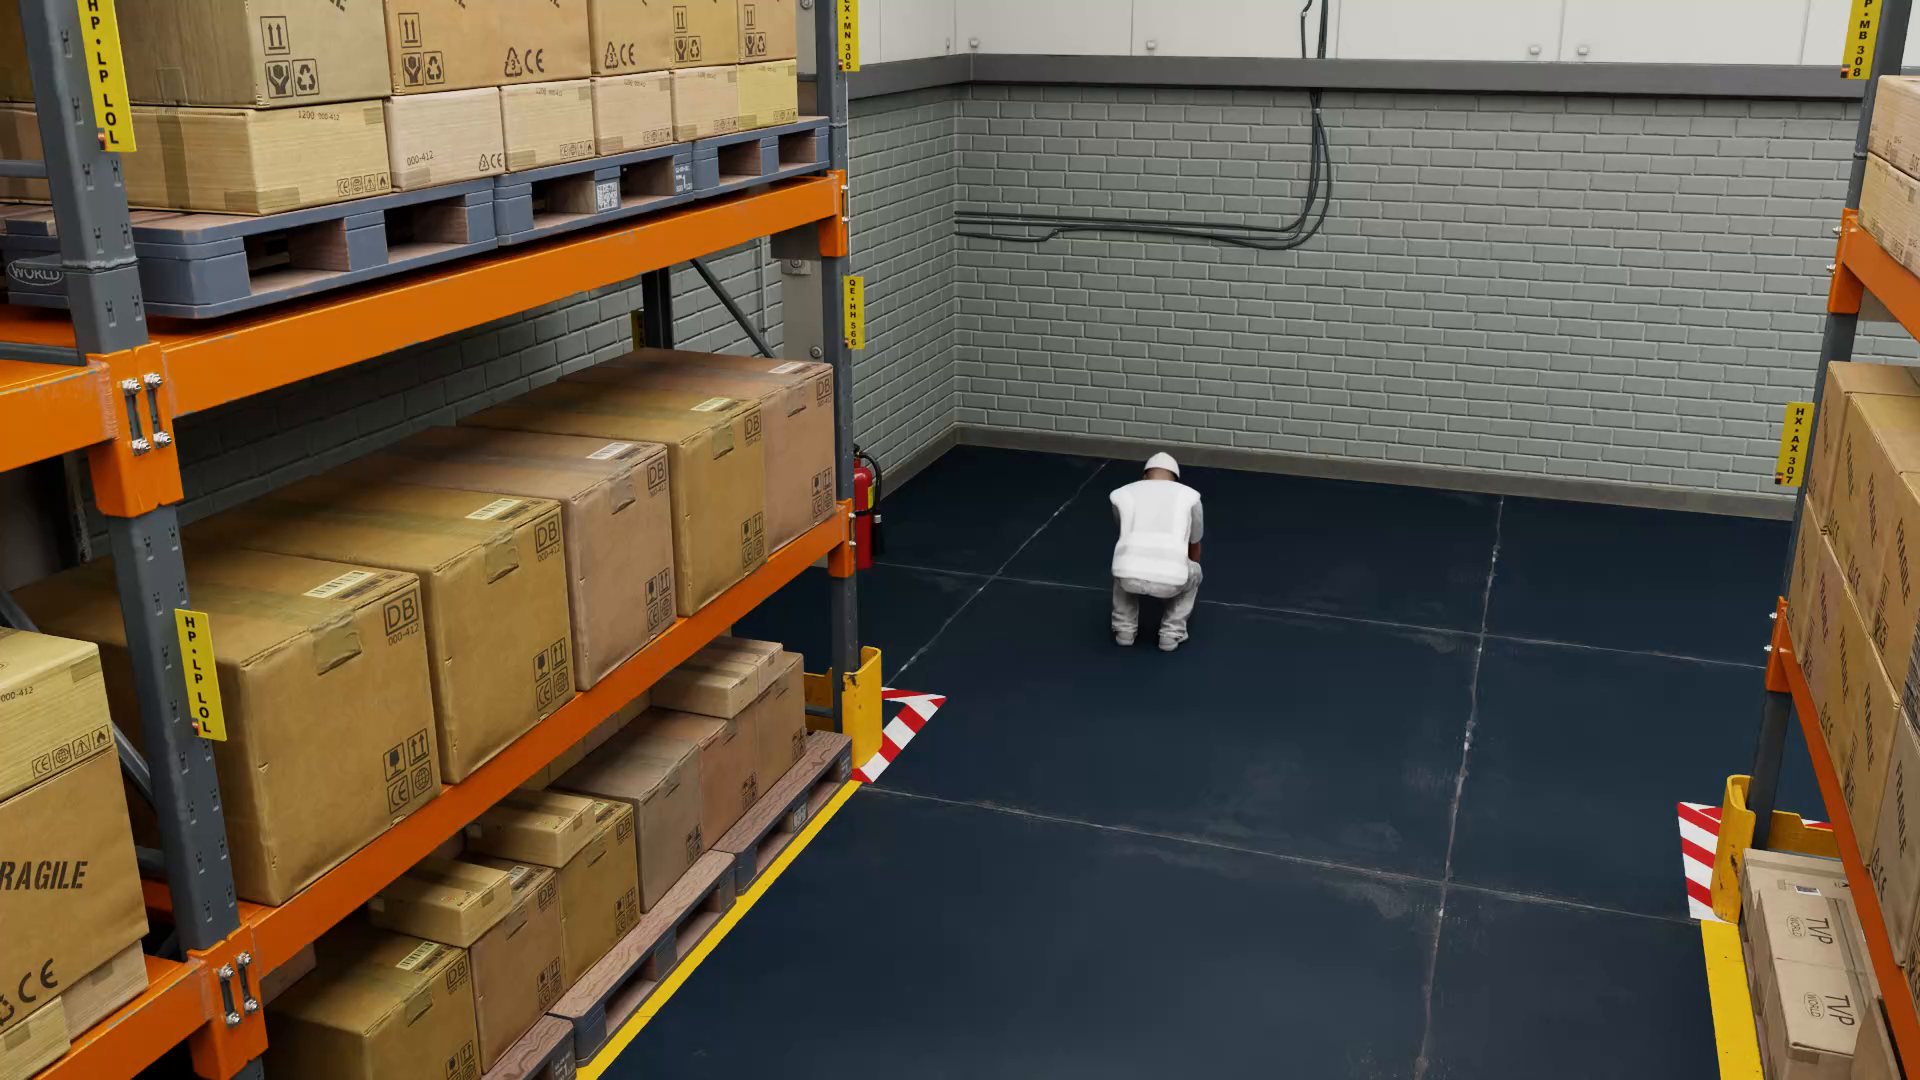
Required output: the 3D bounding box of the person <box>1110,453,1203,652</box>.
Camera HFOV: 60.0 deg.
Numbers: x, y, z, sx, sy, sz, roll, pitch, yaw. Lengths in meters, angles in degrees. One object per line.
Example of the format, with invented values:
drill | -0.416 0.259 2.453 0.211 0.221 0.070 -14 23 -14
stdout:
person | 1.119 0.063 9.584 0.560 1.004 0.916 6 19 17
